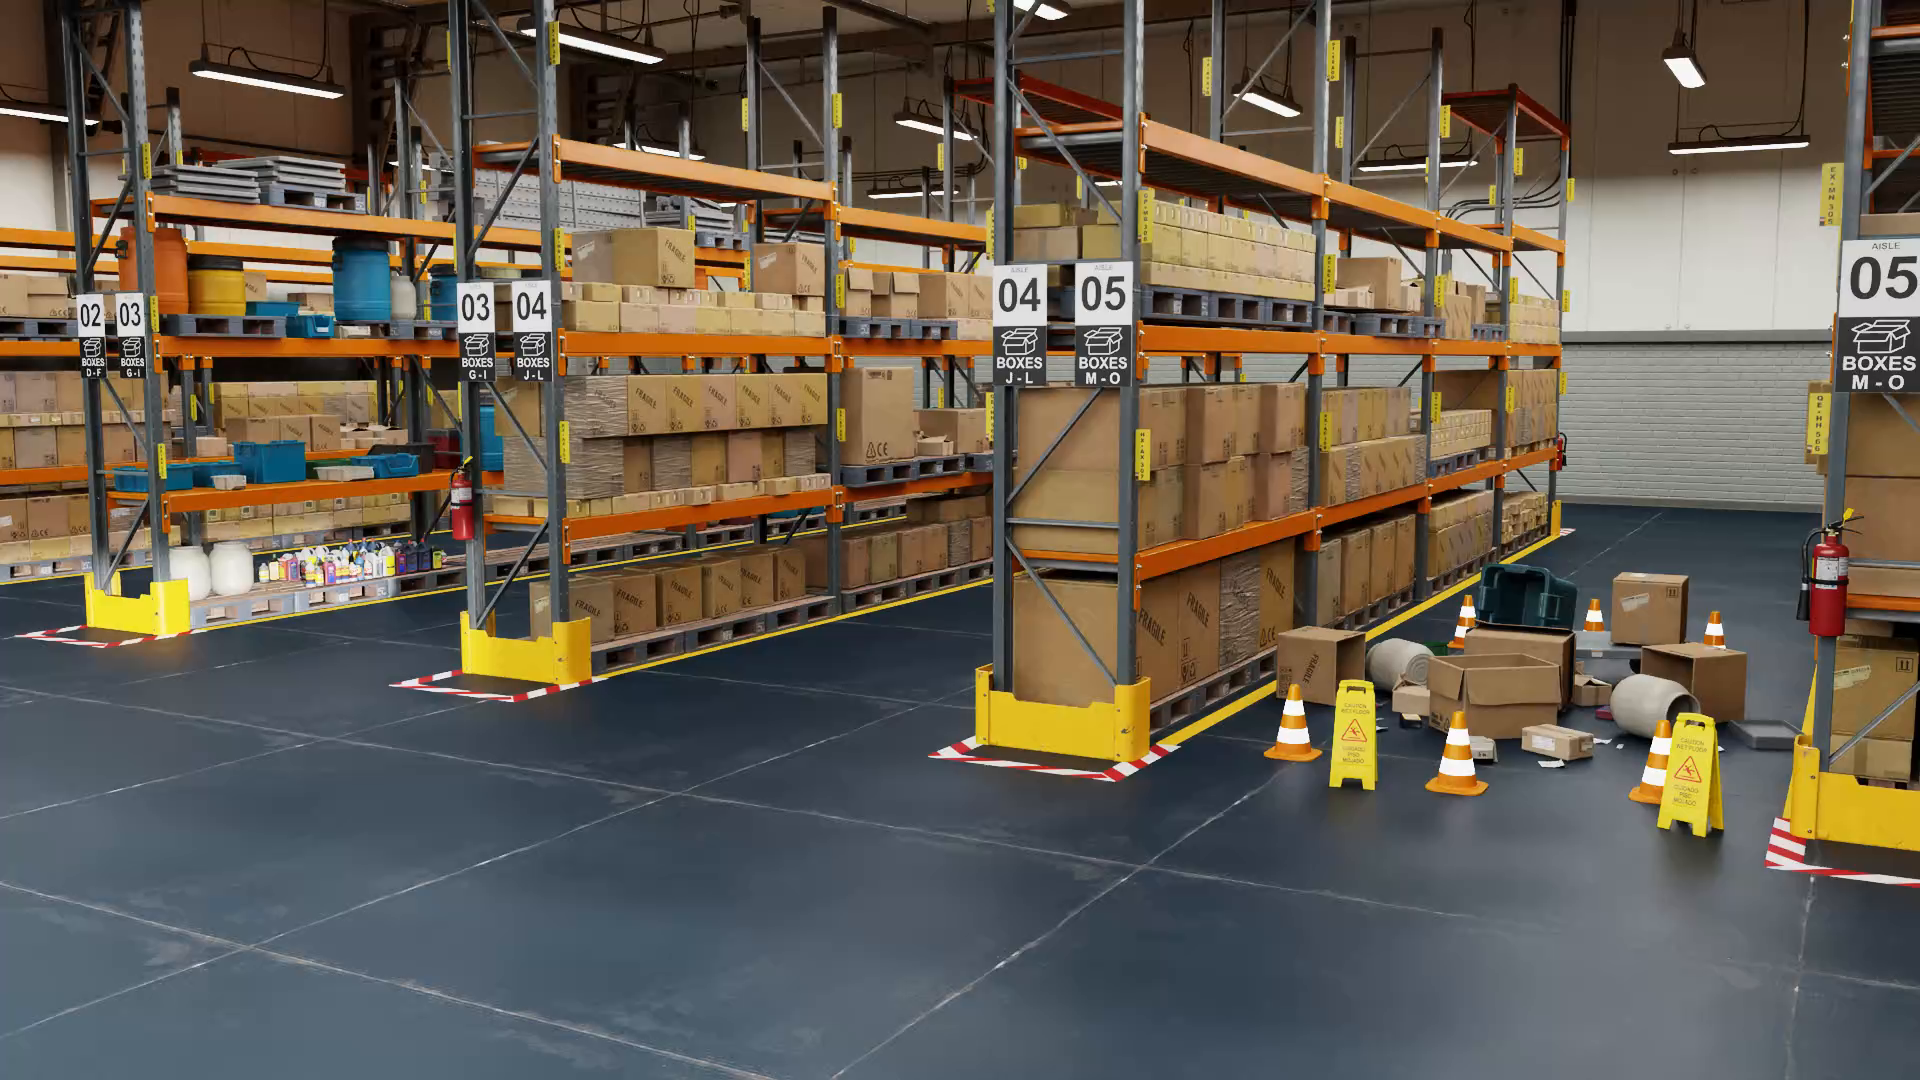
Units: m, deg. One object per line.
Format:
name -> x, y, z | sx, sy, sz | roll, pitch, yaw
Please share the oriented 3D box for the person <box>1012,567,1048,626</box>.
person -> 0.689, 0.060, 16.096 | 0.439, 1.635, 0.680 | 5, 8, 38
